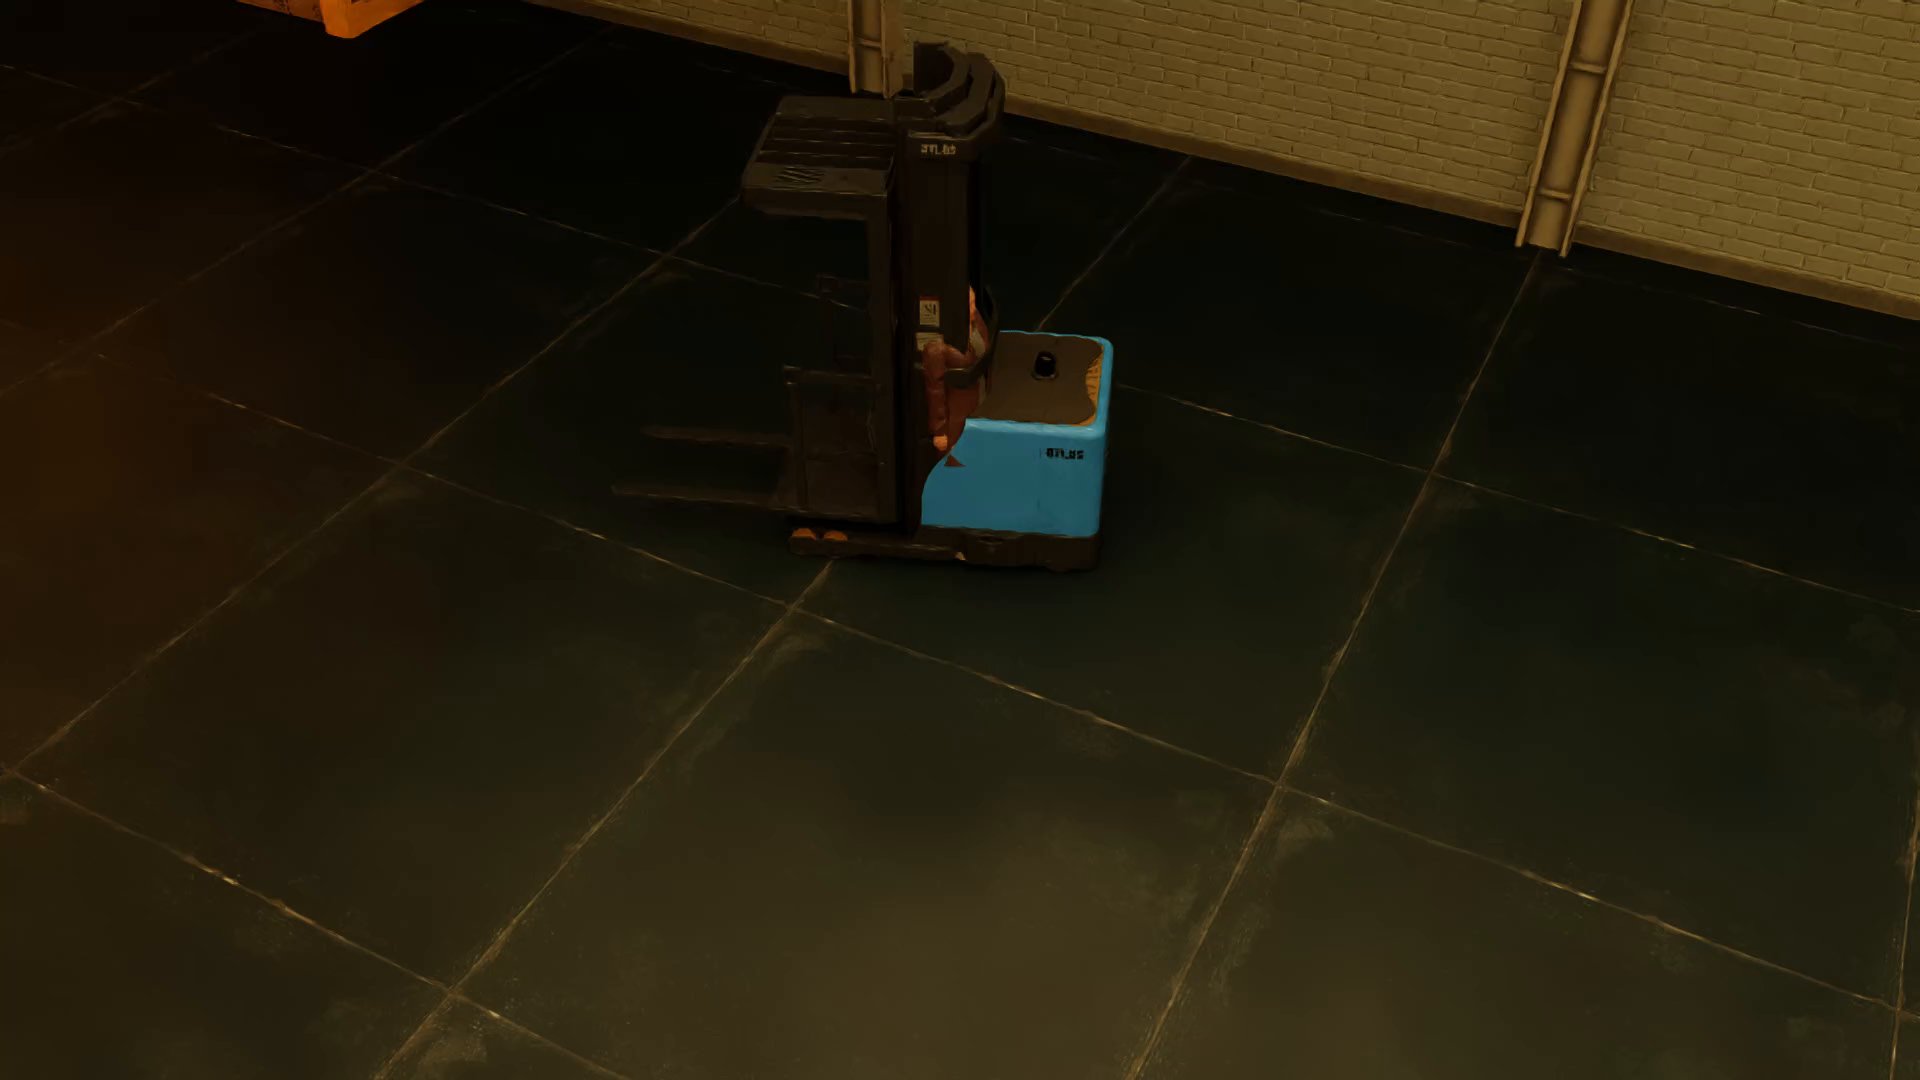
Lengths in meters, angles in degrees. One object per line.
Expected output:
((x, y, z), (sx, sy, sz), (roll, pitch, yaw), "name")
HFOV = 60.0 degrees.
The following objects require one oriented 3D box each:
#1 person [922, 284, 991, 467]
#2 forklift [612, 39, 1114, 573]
((0.050, -0.751, 9.598), (0.418, 1.694, 0.558), (18, 43, 21), "person")
((-0.612, -1.344, 9.582), (3.031, 2.935, 1.130), (5, 40, 6), "forklift")
